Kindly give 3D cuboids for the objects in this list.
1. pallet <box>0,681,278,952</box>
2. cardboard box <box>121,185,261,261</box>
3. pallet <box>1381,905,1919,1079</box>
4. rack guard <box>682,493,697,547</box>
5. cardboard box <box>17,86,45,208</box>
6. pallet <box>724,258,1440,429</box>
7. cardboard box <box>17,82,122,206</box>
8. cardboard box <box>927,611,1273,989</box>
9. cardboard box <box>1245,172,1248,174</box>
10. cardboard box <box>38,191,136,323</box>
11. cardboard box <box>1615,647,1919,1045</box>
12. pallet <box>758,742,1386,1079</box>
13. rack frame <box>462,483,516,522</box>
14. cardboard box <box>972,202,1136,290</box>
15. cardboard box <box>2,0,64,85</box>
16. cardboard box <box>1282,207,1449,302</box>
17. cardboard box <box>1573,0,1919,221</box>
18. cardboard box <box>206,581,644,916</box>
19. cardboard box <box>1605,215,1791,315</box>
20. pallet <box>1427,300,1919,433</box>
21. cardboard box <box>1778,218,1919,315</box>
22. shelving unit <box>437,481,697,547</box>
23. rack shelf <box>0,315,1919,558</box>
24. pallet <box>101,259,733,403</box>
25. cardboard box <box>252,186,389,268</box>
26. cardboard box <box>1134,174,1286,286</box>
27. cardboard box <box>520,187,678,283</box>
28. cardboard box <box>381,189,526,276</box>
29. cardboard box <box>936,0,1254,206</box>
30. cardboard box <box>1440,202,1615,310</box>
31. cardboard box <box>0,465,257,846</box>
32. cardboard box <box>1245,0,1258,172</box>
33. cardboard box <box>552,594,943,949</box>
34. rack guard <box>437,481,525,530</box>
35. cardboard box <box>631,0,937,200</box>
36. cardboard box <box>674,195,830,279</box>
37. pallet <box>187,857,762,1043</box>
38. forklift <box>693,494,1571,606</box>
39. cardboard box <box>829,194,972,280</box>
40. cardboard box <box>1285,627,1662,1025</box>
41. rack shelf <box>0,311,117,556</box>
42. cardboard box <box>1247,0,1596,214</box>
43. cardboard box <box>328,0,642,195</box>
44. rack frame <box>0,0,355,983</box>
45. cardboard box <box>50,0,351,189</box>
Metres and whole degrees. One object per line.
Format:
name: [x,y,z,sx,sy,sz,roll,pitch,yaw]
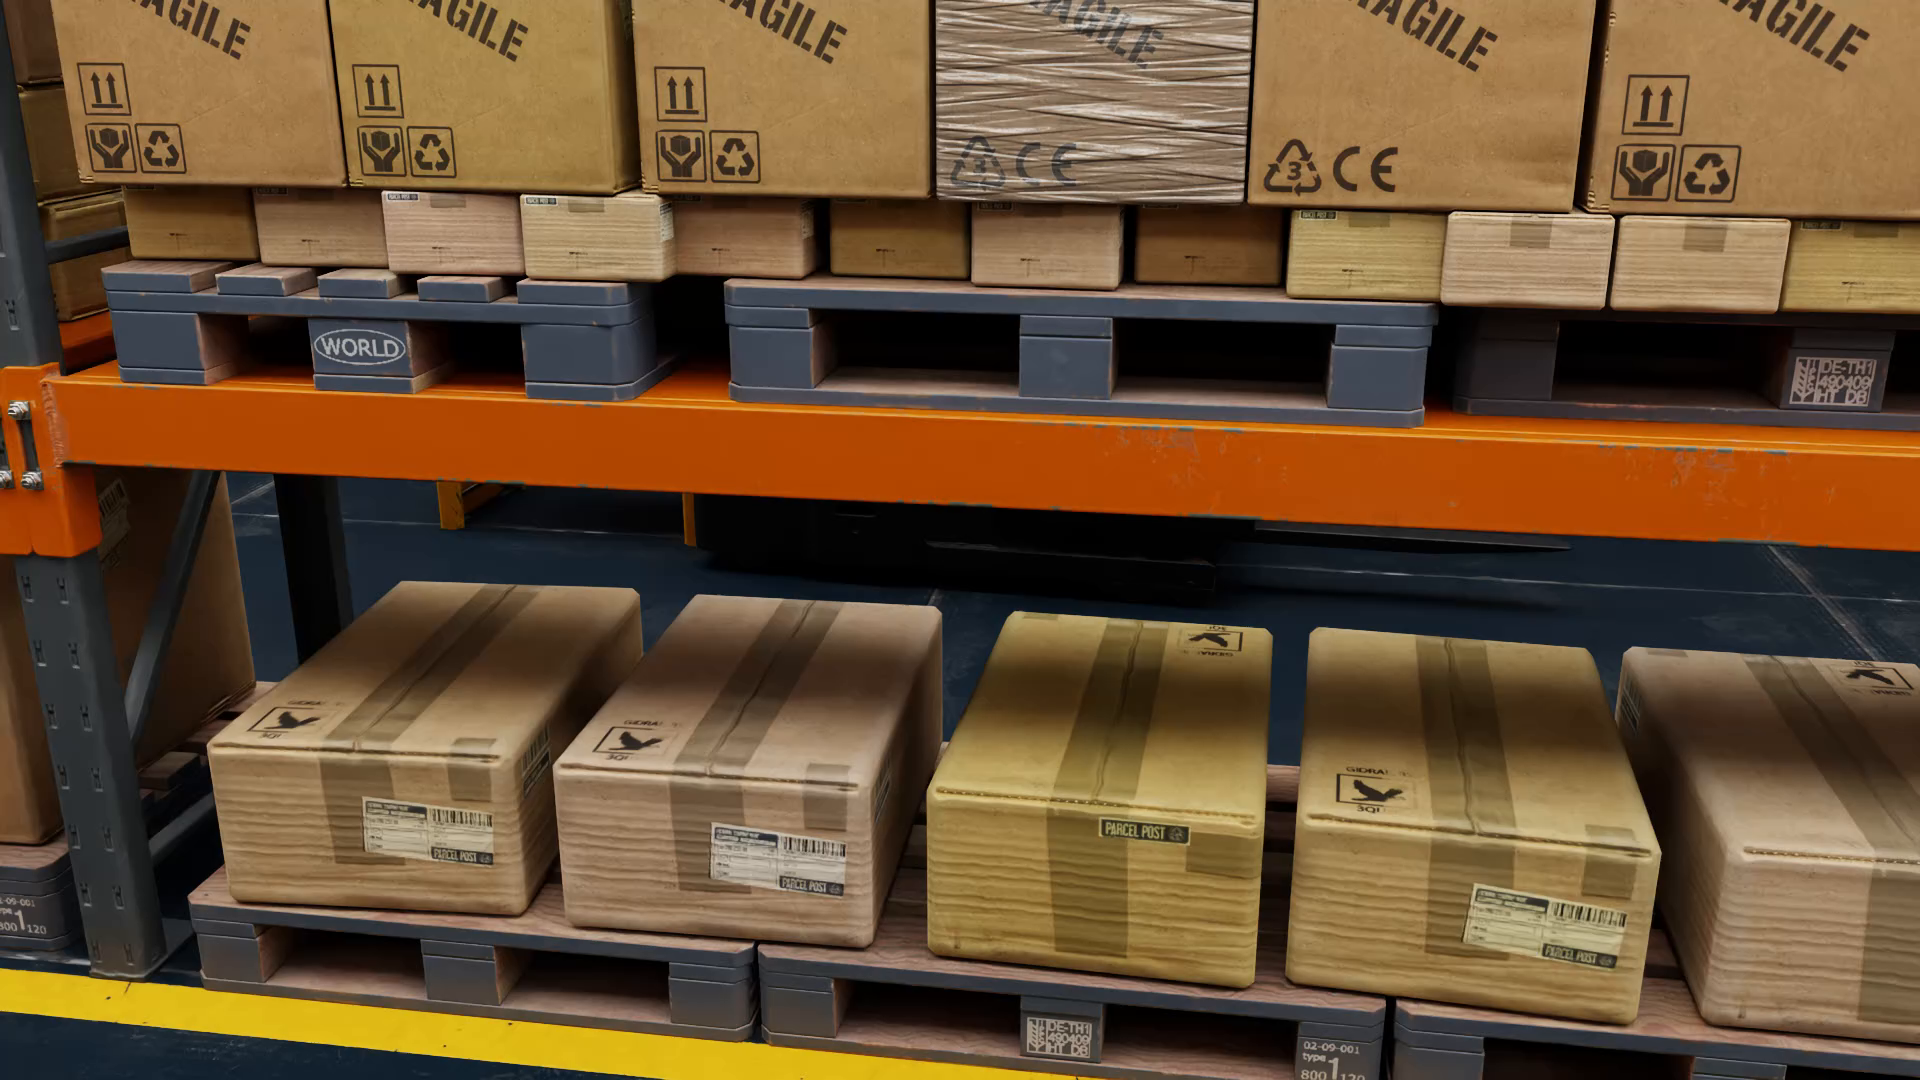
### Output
pallet: [-2.469,0.612,4.140,1.213,0.211,1.003,3,19,9]
cardboard box: [-1.411,-0.652,3.259,0.250,0.149,0.380,2,19,5]
pallet: [1.478,0.838,3.465,1.213,0.211,1.003,3,19,9]
rack guard: [-0.938,-0.185,6.463,0.087,0.250,0.587,4,19,11]
cardboard box: [-2.221,-0.758,3.288,0.500,0.250,0.500,3,19,8]
pallet: [0.259,-0.469,3.280,1.213,0.211,1.003,3,19,9]
cardboard box: [-2.163,-0.916,3.761,0.500,0.250,0.500,3,19,8]
cardboard box: [0.332,0.506,3.542,0.625,0.372,0.950,4,19,10]
cardboard box: [0.469,-0.727,3.481,0.250,0.149,0.380,4,19,11]
cardboard box: [-2.145,-0.679,3.842,0.500,0.250,0.500,3,19,8]
cardboard box: [1.729,0.576,3.334,0.625,0.372,0.950,3,19,9]
pallet: [0.270,0.778,3.647,1.213,0.211,1.003,3,19,9]
rack frame: [-1.914,-0.842,6.456,0.032,1.500,0.500,4,19,11]
cardboard box: [0.177,-0.556,2.971,0.250,0.149,0.380,4,19,10]
cardboard box: [-2.150,-1.270,3.637,0.500,0.500,0.500,2,19,7]
cardboard box: [0.690,-0.521,2.866,0.250,0.149,0.380,3,19,9]
cardboard box: [1.265,-0.809,2.705,0.500,0.500,0.500,3,19,9]
cardboard box: [-1.146,0.432,3.765,0.625,0.372,0.950,2,19,5]
cardboard box: [1.178,-0.485,2.761,0.250,0.149,0.380,3,19,8]
pallet: [1.516,-0.439,3.189,1.213,0.211,1.003,3,19,9]
cardboard box: [1.438,-0.484,2.756,0.250,0.149,0.380,2,19,7]
shelving unit: [-1.426,-0.810,6.360,1.083,1.500,0.587,4,19,11]
rack shelf: [0.272,-0.205,3.322,4.000,0.370,1.077,3,19,9]
pallet: [-0.982,-0.553,3.532,1.003,0.211,1.213,3,19,9]
cardboard box: [-1.137,-0.627,3.185,0.250,0.149,0.380,2,19,5]
cardboard box: [0.447,-0.566,3.002,0.250,0.149,0.380,2,19,7]
cardboard box: [-0.606,-0.579,3.040,0.250,0.149,0.380,3,19,9]
cardboard box: [-0.874,-0.599,3.101,0.250,0.149,0.380,2,19,5]
cardboard box: [0.239,-0.863,2.867,0.500,0.500,0.500,2,19,7]
cardboard box: [0.925,-0.497,2.796,0.250,0.149,0.380,3,19,9]
cardboard box: [-2.371,0.101,3.961,0.875,0.875,0.875,3,19,8]
cardboard box: [0.340,-1.023,3.346,0.500,0.500,0.500,2,19,6]
cardboard box: [-0.416,0.466,3.661,0.625,0.372,0.950,3,19,8]
rack guard: [-1.913,-0.249,6.655,0.087,0.250,0.587,4,19,11]
cardboard box: [-0.254,-0.891,2.949,0.500,0.500,0.500,3,19,10]
cardboard box: [-0.355,-0.591,3.077,0.250,0.149,0.380,4,19,12]
pallet: [-0.931,0.715,3.832,1.213,0.211,1.003,3,19,9]
forklift: [0.612,-1.350,5.719,3.031,2.935,1.130,4,19,11]
cardboard box: [-0.070,-0.589,3.071,0.250,0.149,0.380,4,19,11]
cardboard box: [1.019,0.541,3.439,0.625,0.372,0.950,4,19,12]
rack shelf: [-3.677,-0.406,3.924,4.000,0.370,1.077,3,19,9]
cardboard box: [0.756,-0.837,2.789,0.500,0.500,0.500,4,19,11]
cardboard box: [-0.779,-0.915,3.023,0.500,0.500,0.500,4,19,11]
rack frame: [-1.702,-0.647,3.509,0.127,3.000,1.000,3,19,9]
cardboard box: [-1.295,-0.939,3.095,0.500,0.500,0.500,2,19,7]
